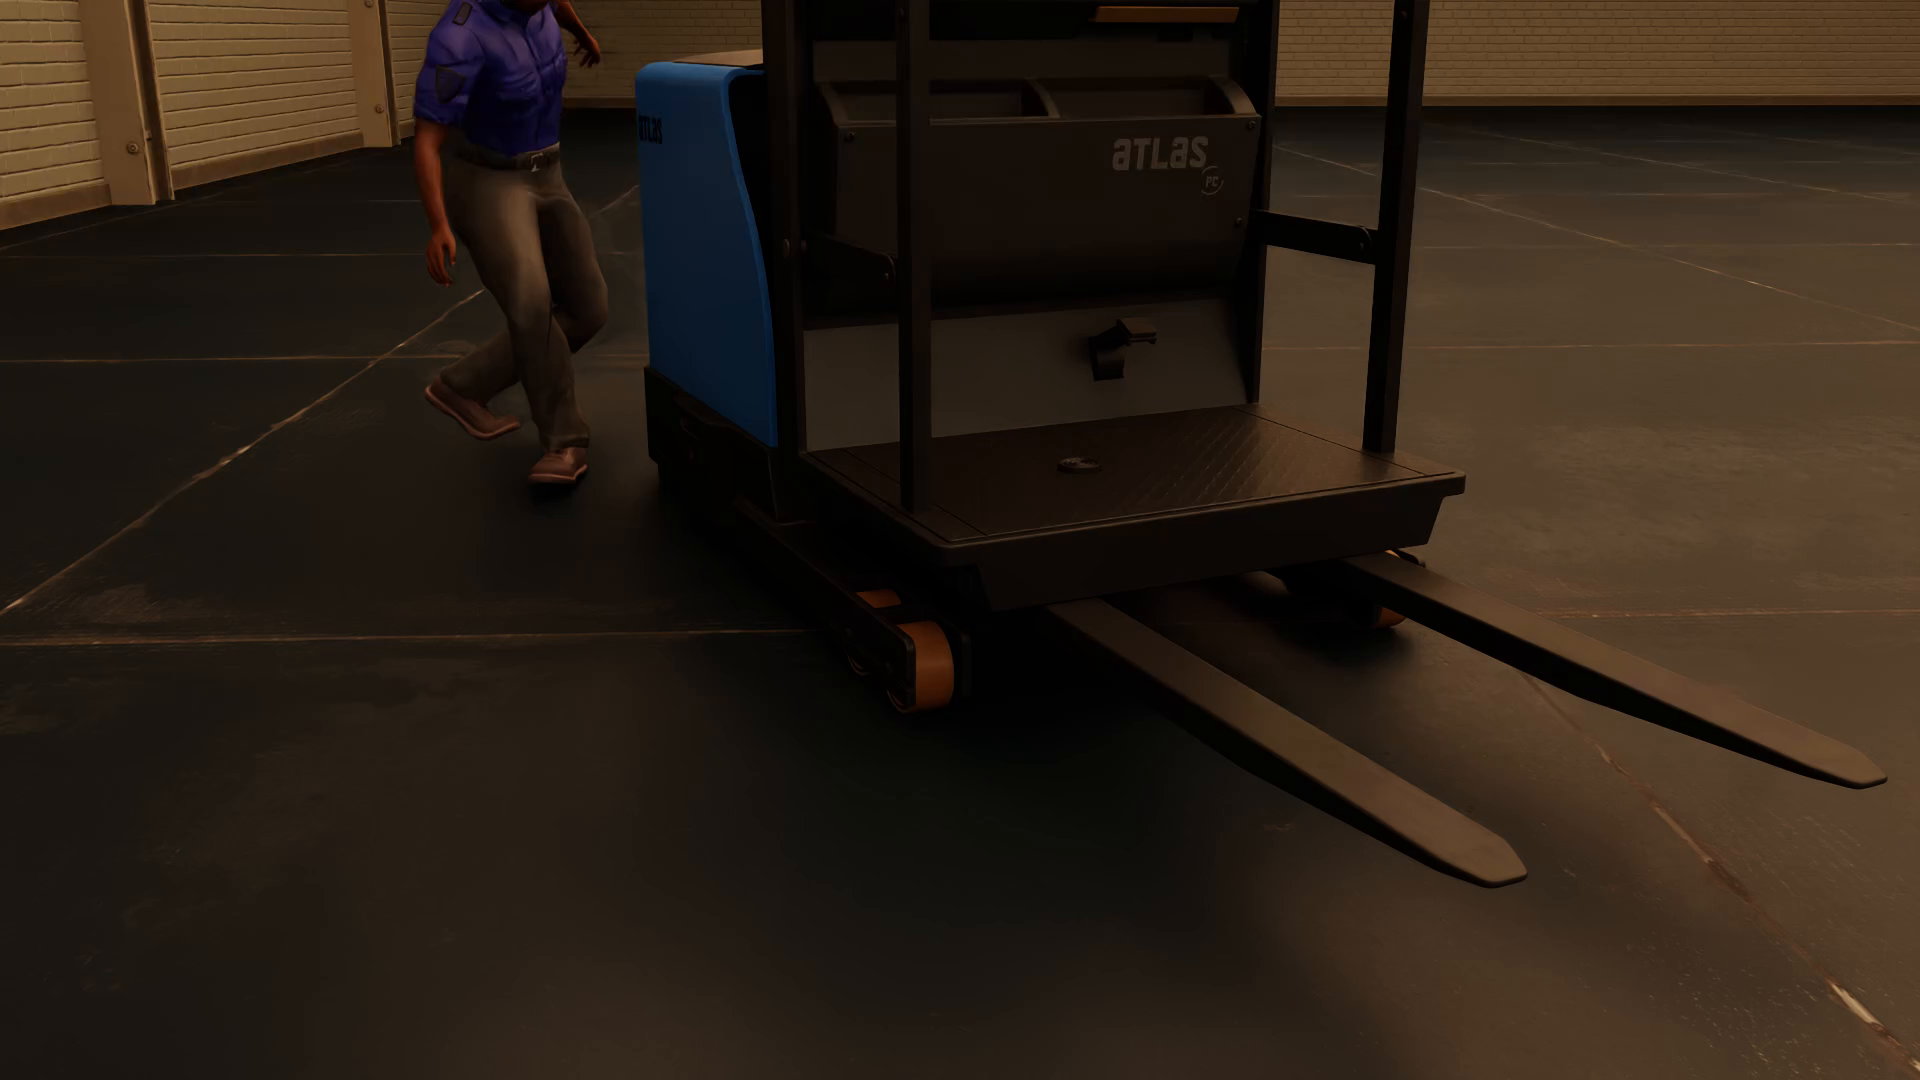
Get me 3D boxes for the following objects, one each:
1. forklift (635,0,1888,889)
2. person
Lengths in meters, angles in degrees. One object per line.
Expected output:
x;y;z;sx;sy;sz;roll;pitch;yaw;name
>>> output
0.258;-1.240;2.962;1.130;2.935;3.031;-8;19;-24;forklift
-1.144;-0.947;4.541;0.662;1.429;1.098;7;19;23;person
